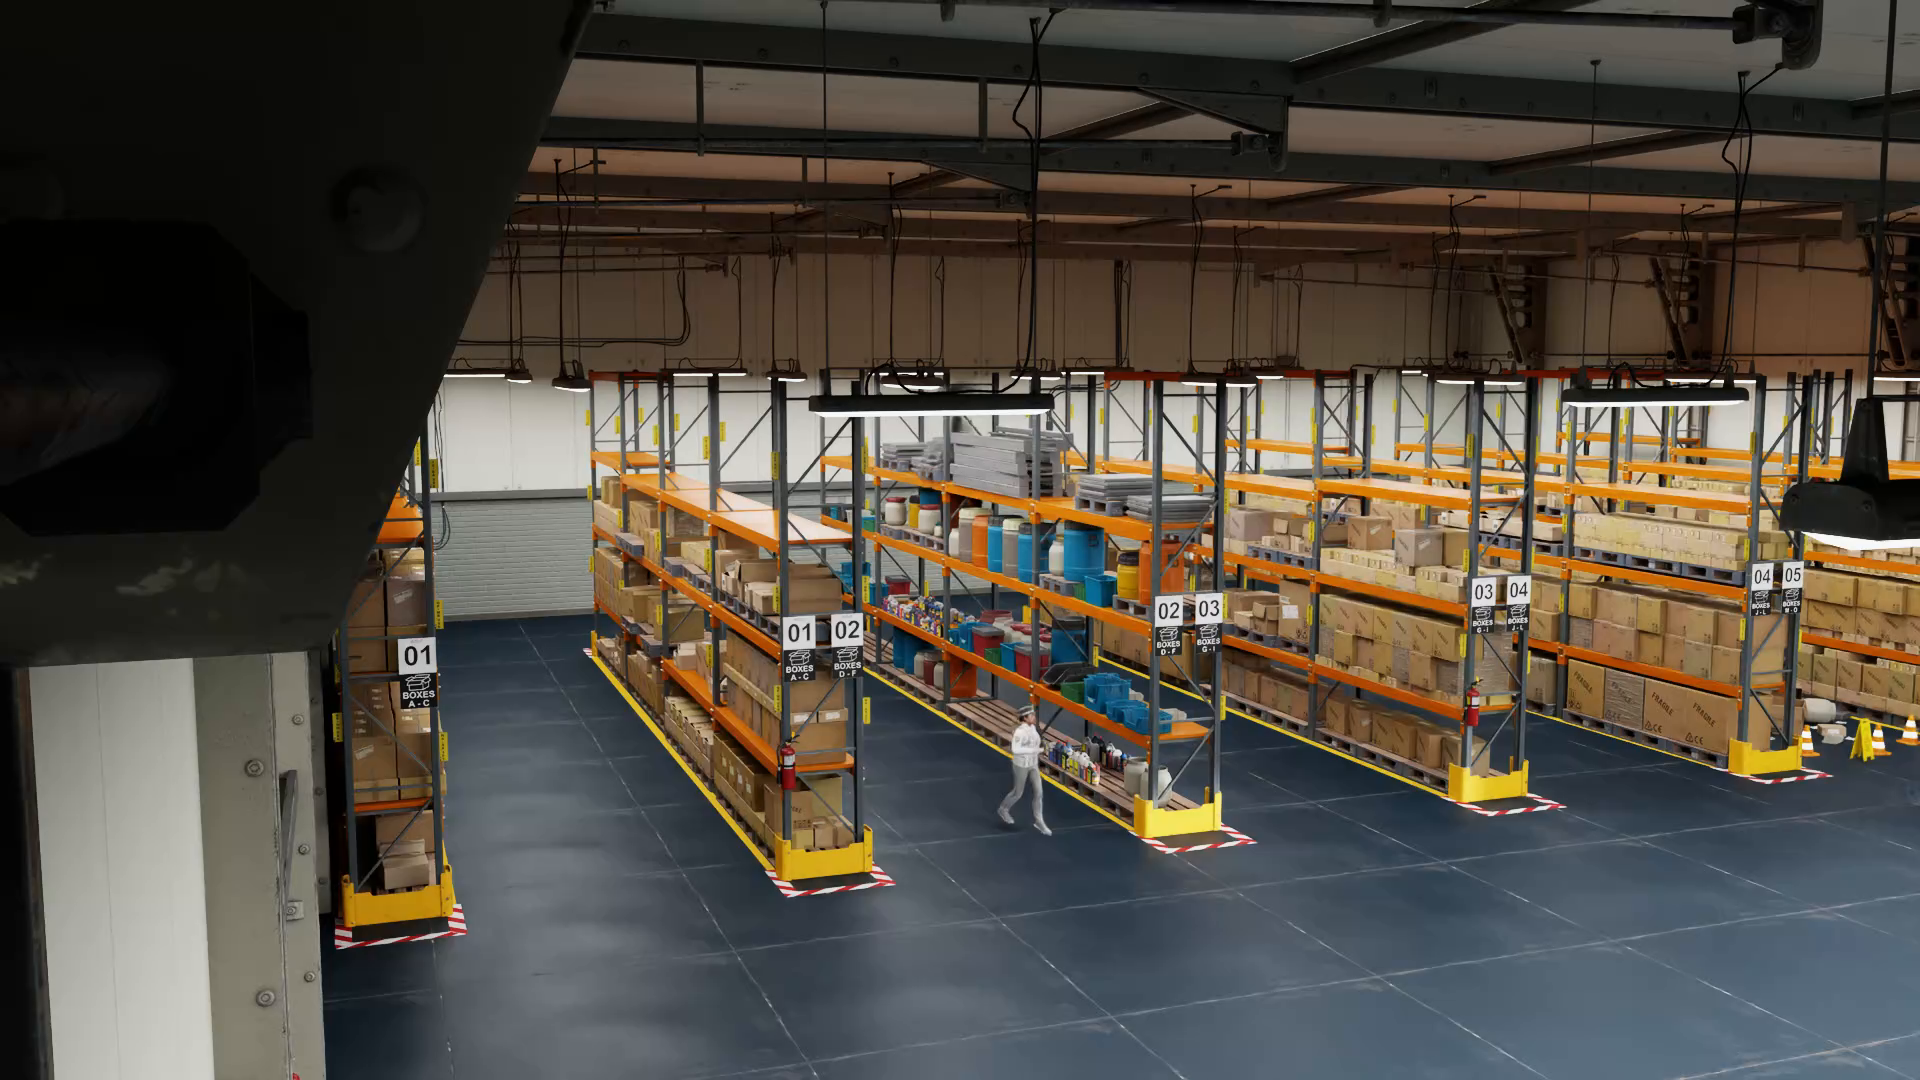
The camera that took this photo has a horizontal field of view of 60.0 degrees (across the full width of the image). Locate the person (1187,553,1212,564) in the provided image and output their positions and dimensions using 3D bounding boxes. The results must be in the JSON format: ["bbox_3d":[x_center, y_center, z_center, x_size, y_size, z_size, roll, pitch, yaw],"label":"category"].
[{"bbox_3d":[5.900,0.871,41.239,0.686,1.733,0.601,4,7,29],"label":"person"}]

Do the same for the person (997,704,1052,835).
[{"bbox_3d":[0.836,3.029,22.099,0.847,1.732,0.588,5,8,37],"label":"person"}]
